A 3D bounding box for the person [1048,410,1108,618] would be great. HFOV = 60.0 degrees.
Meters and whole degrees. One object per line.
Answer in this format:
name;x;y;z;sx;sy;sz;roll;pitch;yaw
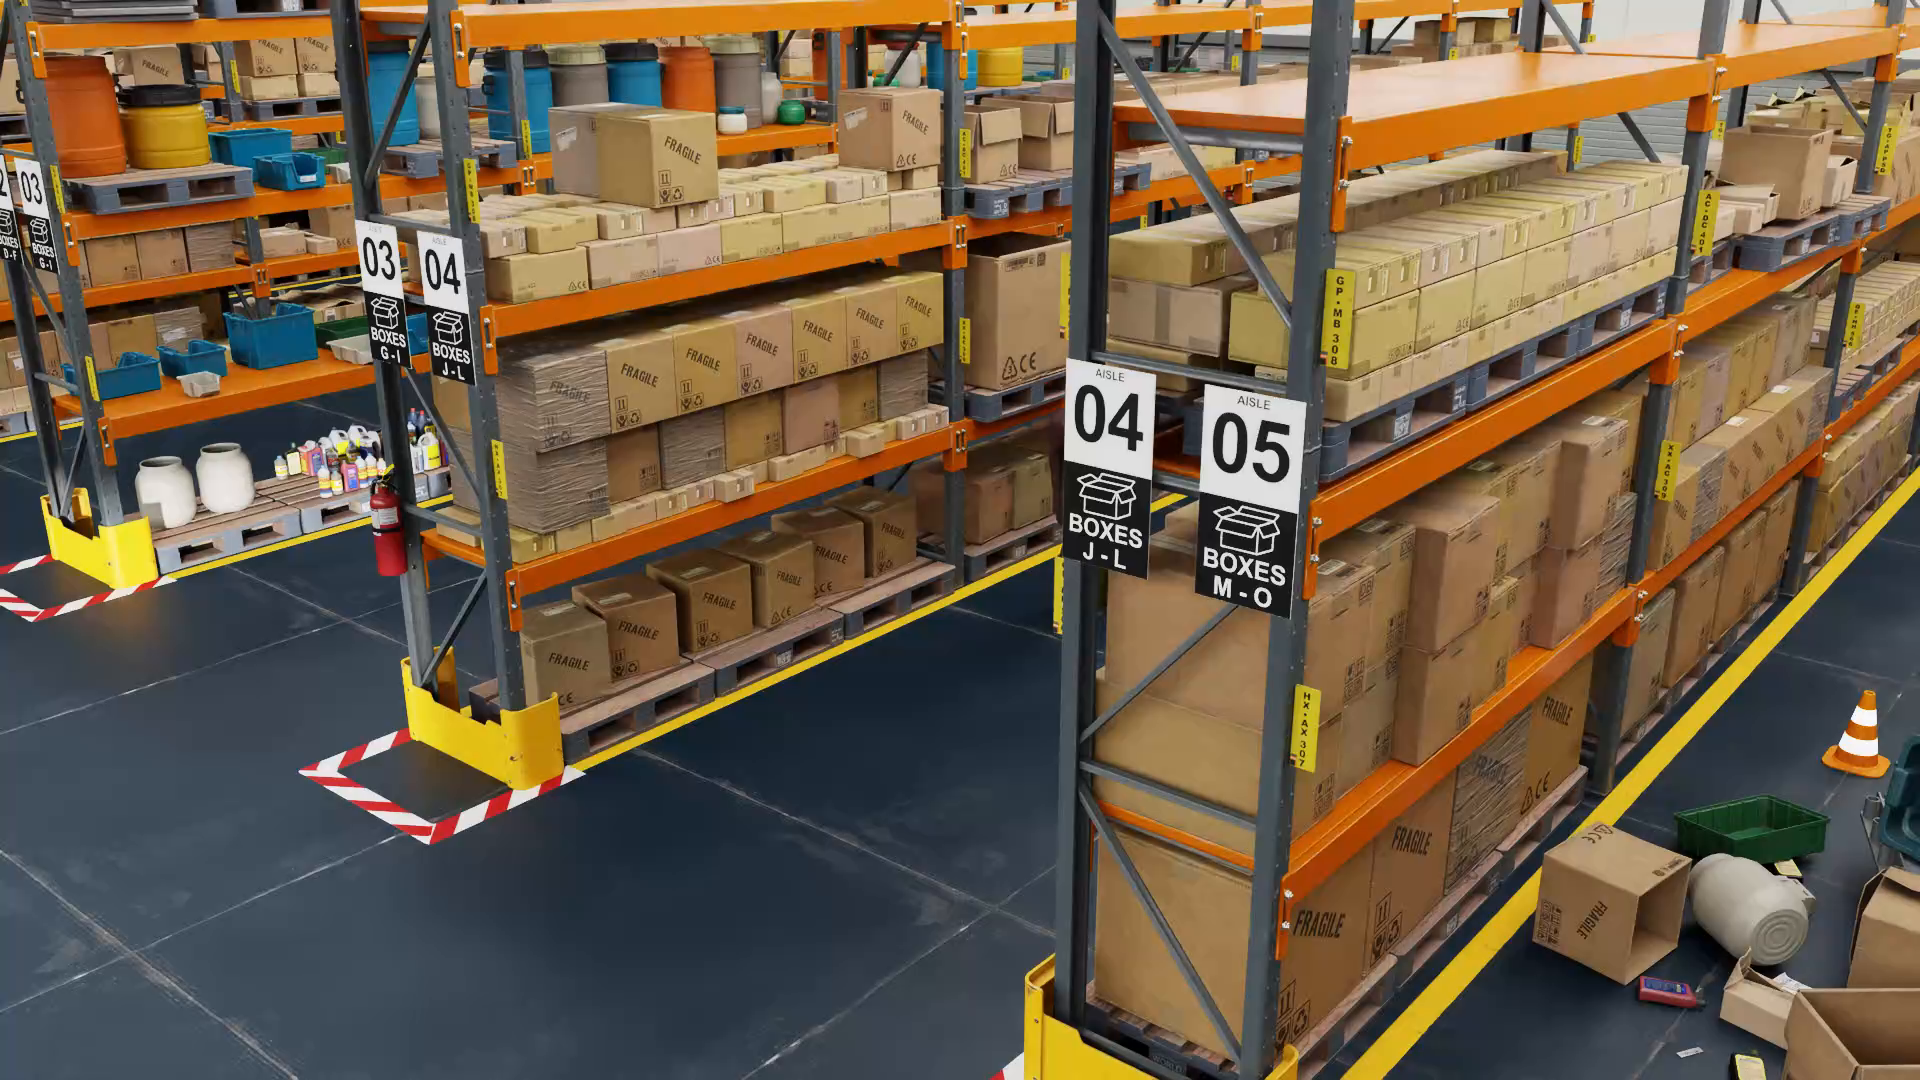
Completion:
person;0.911;-0.324;12.024;0.567;1.770;0.378;12;23;29
